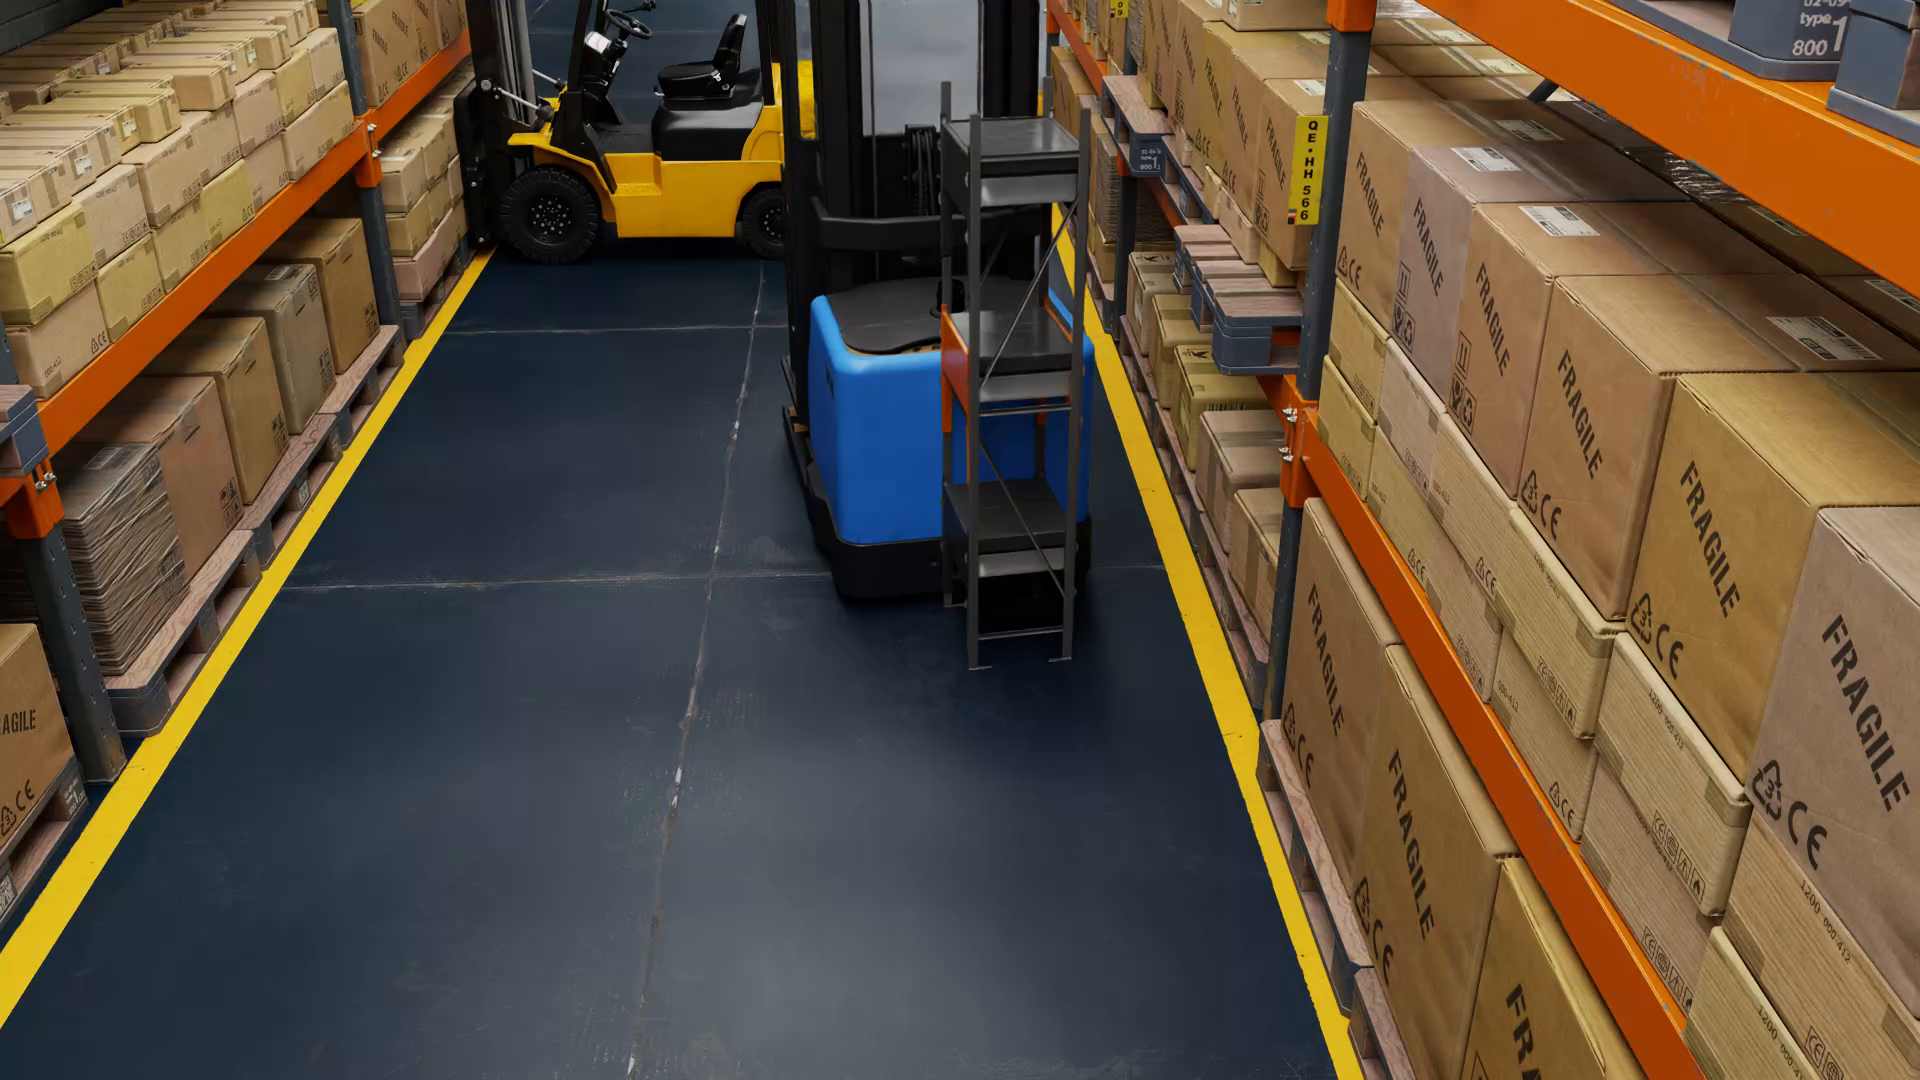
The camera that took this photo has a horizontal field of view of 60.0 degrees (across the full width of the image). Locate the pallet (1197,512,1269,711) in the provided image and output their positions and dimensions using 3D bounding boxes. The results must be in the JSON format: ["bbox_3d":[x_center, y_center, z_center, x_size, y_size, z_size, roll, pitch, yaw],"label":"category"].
[{"bbox_3d":[1.538,0.240,6.561,1.003,0.211,1.213,-1,28,-3],"label":"pallet"}]

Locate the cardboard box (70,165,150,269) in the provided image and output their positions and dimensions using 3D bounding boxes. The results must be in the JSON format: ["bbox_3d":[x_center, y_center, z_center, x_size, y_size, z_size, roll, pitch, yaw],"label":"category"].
[{"bbox_3d":[-3.183,-1.111,5.758,0.500,0.250,0.500,-1,28,-1],"label":"cardboard box"}]

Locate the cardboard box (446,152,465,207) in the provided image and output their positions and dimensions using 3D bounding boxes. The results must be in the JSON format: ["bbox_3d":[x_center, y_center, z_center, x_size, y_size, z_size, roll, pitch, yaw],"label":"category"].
[{"bbox_3d":[-3.348,-2.246,10.291,0.500,0.250,0.500,-2,28,-3],"label":"cardboard box"}]

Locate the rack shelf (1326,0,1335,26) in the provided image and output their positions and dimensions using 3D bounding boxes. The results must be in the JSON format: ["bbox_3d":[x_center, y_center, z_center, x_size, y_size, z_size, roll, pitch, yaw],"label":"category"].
[{"bbox_3d":[1.473,-2.570,6.468,1.077,0.370,4.000,-1,28,-3],"label":"rack shelf"}]

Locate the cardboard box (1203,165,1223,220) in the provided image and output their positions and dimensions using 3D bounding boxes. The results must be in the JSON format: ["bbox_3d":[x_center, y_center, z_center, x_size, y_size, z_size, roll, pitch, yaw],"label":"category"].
[{"bbox_3d":[1.148,-1.336,6.386,0.380,0.149,0.250,-1,28,-2],"label":"cardboard box"}]

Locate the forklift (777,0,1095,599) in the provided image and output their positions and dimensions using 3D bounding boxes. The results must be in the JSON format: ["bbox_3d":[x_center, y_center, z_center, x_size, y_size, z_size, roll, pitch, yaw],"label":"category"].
[{"bbox_3d":[-0.260,-1.727,7.391,1.130,2.935,3.031,-5,28,-10],"label":"forklift"}]

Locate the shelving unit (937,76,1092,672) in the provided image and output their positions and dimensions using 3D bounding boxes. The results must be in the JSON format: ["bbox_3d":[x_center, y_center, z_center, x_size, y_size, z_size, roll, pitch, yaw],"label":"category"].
[{"bbox_3d":[0.180,-0.562,6.058,0.431,2.100,0.503,-5,28,-10],"label":"shelving unit"}]

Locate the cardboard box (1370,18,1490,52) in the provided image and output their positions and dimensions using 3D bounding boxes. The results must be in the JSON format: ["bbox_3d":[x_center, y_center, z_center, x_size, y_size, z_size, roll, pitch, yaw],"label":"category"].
[{"bbox_3d":[1.717,-1.697,6.376,0.500,0.500,0.500,-1,28,-2],"label":"cardboard box"}]

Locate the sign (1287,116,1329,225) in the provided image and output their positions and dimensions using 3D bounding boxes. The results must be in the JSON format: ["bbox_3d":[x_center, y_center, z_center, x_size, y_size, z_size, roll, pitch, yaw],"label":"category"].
[{"bbox_3d":[1.036,-1.096,4.942,0.100,0.325,0.005,-1,28,-3],"label":"sign"}]

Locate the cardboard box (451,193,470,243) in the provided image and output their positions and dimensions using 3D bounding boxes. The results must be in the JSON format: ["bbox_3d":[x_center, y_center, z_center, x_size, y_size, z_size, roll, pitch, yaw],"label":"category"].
[{"bbox_3d":[-3.367,-2.031,10.419,0.500,0.250,0.500,-1,28,-2],"label":"cardboard box"}]

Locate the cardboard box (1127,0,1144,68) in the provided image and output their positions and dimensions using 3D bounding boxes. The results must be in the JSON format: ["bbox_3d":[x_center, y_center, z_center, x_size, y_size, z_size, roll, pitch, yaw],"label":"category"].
[{"bbox_3d":[1.107,-2.622,8.149,0.500,0.500,0.500,-1,28,-1],"label":"cardboard box"}]

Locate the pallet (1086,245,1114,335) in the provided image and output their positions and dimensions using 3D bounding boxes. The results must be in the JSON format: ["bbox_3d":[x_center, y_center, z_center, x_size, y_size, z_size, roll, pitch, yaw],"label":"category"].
[{"bbox_3d":[1.298,-1.556,10.004,1.003,0.211,1.213,-1,28,-3],"label":"pallet"}]

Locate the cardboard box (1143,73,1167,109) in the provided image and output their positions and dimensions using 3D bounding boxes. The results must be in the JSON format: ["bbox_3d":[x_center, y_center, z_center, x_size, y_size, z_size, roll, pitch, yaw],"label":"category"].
[{"bbox_3d":[1.086,-2.179,8.002,0.380,0.149,0.250,-1,28,-2],"label":"cardboard box"}]

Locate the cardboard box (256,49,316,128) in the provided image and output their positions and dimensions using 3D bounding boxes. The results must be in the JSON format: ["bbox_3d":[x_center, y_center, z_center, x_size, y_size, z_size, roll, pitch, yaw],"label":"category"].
[{"bbox_3d":[-3.273,-2.058,7.574,0.500,0.250,0.500,-2,28,-4],"label":"cardboard box"}]

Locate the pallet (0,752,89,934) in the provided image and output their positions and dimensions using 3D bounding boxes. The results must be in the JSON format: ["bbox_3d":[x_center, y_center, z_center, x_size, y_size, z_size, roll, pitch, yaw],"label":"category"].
[{"bbox_3d":[-3.378,1.068,4.974,1.003,0.211,1.213,-1,28,-3],"label":"pallet"}]

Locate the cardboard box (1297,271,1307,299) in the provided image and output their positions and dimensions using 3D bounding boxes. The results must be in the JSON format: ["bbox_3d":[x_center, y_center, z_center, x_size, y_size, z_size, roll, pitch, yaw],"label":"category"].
[{"bbox_3d":[1.326,-0.856,5.465,0.380,0.149,0.250,0,28,-1],"label":"cardboard box"}]

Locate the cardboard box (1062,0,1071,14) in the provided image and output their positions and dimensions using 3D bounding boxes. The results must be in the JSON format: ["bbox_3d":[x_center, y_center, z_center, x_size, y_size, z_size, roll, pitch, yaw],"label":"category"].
[{"bbox_3d":[0.899,-3.698,11.368,0.380,0.149,0.250,-1,28,-2],"label":"cardboard box"}]

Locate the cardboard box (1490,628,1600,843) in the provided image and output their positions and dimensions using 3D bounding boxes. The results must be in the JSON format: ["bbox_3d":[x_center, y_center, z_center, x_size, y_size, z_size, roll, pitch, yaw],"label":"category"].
[{"bbox_3d":[1.447,0.370,3.459,0.500,0.250,0.500,-1,28,-3],"label":"cardboard box"}]

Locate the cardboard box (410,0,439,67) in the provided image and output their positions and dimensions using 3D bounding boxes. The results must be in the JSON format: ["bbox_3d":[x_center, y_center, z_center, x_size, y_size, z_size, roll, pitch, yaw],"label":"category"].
[{"bbox_3d":[-3.422,-3.091,9.824,0.500,0.500,0.500,-2,28,-3],"label":"cardboard box"}]

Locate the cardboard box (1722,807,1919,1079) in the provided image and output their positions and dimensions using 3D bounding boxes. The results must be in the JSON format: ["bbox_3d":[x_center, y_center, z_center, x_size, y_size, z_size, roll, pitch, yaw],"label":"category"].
[{"bbox_3d":[1.487,0.628,2.423,0.500,0.250,0.500,-1,28,-1],"label":"cardboard box"}]

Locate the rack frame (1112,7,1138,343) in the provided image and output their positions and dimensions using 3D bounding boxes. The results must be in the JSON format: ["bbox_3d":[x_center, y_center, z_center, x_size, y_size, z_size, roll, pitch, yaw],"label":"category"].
[{"bbox_3d":[1.369,-2.483,8.766,1.000,3.000,0.127,-1,28,-3],"label":"rack frame"}]

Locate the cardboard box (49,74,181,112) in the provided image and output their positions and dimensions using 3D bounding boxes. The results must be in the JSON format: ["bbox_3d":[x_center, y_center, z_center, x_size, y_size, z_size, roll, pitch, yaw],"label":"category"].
[{"bbox_3d":[-3.290,-1.714,6.482,0.380,0.149,0.250,-1,28,-3],"label":"cardboard box"}]

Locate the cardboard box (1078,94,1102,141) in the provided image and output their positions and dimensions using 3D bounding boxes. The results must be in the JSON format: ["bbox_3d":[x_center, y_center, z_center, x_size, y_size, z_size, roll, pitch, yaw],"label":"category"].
[{"bbox_3d":[1.014,-2.519,10.545,0.500,0.500,0.500,0,28,0],"label":"cardboard box"}]

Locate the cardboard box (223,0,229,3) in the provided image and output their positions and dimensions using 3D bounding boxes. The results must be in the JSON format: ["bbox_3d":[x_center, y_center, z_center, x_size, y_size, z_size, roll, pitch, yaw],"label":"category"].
[{"bbox_3d":[-3.861,-2.835,8.633,0.380,0.149,0.250,-2,28,-3],"label":"cardboard box"}]

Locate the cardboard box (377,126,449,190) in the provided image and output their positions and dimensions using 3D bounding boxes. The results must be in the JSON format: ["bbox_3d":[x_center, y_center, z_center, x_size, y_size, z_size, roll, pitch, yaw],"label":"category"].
[{"bbox_3d":[-3.316,-2.239,9.737,0.500,0.250,0.500,-1,28,-3],"label":"cardboard box"}]

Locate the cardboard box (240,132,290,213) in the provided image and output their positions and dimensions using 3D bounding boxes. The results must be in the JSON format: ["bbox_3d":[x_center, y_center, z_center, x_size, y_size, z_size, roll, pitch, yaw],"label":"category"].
[{"bbox_3d":[-3.273,-1.606,7.248,0.500,0.250,0.500,-1,28,-2],"label":"cardboard box"}]

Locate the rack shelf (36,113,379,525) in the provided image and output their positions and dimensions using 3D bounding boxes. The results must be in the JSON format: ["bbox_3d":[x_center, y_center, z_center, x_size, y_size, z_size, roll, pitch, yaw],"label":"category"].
[{"bbox_3d":[-3.483,-1.118,6.929,1.077,0.370,4.000,-1,28,-3],"label":"rack shelf"}]

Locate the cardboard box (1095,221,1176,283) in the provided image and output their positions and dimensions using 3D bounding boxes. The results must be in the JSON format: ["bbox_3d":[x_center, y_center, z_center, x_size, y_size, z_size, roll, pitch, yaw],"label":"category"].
[{"bbox_3d":[1.070,-1.716,9.816,0.500,0.250,0.500,0,28,0],"label":"cardboard box"}]

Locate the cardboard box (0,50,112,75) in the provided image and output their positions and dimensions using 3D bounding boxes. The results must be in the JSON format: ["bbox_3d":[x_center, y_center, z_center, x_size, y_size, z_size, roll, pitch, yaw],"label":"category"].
[{"bbox_3d":[-3.770,-1.935,6.908,0.380,0.149,0.250,-2,28,-3],"label":"cardboard box"}]

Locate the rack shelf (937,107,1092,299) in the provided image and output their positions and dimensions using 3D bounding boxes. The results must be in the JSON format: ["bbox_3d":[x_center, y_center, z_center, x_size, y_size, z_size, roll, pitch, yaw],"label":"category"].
[{"bbox_3d":[0.180,-1.171,5.740,0.431,0.518,0.480,-5,28,-10],"label":"rack shelf"}]

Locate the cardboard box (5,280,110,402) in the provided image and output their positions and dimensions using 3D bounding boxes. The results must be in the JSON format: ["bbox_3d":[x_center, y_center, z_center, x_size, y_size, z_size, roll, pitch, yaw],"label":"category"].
[{"bbox_3d":[-3.158,-0.658,5.430,0.500,0.250,0.500,-1,28,-2],"label":"cardboard box"}]

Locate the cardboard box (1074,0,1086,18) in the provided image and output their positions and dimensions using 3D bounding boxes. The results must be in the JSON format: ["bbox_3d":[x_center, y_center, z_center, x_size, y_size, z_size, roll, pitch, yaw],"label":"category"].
[{"bbox_3d":[1.000,-3.572,10.425,0.500,0.500,0.500,-2,28,-4],"label":"cardboard box"}]

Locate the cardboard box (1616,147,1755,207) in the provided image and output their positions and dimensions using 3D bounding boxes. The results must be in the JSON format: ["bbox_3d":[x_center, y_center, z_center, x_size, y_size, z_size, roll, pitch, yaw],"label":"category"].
[{"bbox_3d":[1.901,-0.654,4.071,0.500,0.500,0.500,-1,28,-2],"label":"cardboard box"}]

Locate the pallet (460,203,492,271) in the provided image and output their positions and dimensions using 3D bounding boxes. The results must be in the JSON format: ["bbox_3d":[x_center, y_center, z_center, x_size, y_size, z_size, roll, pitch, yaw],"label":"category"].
[{"bbox_3d":[-3.654,-2.058,10.967,1.003,0.211,1.213,-1,28,-3],"label":"pallet"}]

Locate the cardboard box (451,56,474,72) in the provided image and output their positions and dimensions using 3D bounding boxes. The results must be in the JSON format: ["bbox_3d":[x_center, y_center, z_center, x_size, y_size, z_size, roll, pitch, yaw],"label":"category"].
[{"bbox_3d":[-3.429,-3.178,11.537,0.500,0.250,0.500,-1,28,-2],"label":"cardboard box"}]

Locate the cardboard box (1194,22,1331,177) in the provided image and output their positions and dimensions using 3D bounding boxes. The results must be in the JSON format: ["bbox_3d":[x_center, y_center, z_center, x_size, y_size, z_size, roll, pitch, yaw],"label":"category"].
[{"bbox_3d":[1.211,-1.673,6.329,0.500,0.500,0.500,-3,28,-6],"label":"cardboard box"}]

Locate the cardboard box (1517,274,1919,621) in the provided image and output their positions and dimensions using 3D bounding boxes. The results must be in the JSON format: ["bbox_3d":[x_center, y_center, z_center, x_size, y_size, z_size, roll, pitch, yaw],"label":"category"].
[{"bbox_3d":[1.429,-0.188,3.178,0.500,0.500,0.500,-1,28,-2],"label":"cardboard box"}]

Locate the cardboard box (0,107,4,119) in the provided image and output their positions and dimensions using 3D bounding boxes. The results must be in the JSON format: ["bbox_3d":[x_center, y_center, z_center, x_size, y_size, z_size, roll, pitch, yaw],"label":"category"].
[{"bbox_3d":[-3.694,-1.465,6.005,0.380,0.149,0.250,-2,28,-3],"label":"cardboard box"}]

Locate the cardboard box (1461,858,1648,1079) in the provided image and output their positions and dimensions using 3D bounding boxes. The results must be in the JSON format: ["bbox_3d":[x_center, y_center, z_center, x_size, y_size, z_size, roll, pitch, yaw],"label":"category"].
[{"bbox_3d":[1.619,1.266,3.422,0.875,0.875,0.875,-1,28,-1],"label":"cardboard box"}]

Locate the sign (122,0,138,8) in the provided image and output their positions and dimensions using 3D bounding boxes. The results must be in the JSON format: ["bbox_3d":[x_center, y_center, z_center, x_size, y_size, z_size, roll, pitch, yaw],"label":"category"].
[{"bbox_3d":[-4.142,-2.766,8.288,0.100,0.325,0.005,-1,28,-3],"label":"sign"}]

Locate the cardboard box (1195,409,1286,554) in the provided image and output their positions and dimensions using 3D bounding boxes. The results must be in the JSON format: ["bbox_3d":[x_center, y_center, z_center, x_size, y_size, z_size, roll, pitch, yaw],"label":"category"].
[{"bbox_3d":[1.512,-0.258,6.889,0.950,0.372,0.625,-2,28,-4],"label":"cardboard box"}]

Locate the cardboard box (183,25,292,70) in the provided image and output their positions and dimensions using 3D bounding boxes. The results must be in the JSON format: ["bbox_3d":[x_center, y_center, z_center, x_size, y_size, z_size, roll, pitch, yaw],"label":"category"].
[{"bbox_3d":[-3.210,-2.189,7.394,0.380,0.149,0.250,-2,28,-4],"label":"cardboard box"}]

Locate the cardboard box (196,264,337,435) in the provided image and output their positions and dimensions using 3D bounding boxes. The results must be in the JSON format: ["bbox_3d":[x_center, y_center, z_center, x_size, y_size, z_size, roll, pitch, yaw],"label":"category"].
[{"bbox_3d":[-3.517,-0.895,7.836,0.875,0.625,0.625,-2,28,-3],"label":"cardboard box"}]

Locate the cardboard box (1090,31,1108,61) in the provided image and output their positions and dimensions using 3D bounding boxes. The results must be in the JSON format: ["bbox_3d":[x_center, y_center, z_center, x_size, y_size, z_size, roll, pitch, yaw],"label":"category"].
[{"bbox_3d":[0.991,-2.981,9.994,0.380,0.149,0.250,-2,28,-3],"label":"cardboard box"}]

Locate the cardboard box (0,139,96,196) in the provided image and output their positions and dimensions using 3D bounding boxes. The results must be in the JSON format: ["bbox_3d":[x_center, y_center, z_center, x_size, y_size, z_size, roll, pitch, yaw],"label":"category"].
[{"bbox_3d":[-3.156,-1.241,5.577,0.380,0.149,0.250,-1,28,-1],"label":"cardboard box"}]

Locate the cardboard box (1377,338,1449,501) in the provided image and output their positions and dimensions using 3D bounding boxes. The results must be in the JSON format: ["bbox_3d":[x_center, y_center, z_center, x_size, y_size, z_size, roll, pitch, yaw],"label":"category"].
[{"bbox_3d":[1.383,-0.312,4.226,0.500,0.250,0.500,-1,28,-1],"label":"cardboard box"}]

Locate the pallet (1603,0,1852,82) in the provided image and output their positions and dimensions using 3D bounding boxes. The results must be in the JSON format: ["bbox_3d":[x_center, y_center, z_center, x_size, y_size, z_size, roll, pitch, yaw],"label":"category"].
[{"bbox_3d":[1.726,-1.069,3.017,1.003,0.211,1.213,0,28,0],"label":"pallet"}]

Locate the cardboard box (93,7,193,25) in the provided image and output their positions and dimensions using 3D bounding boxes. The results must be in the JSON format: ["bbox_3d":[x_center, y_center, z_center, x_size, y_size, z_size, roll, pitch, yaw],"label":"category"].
[{"bbox_3d":[-3.822,-2.400,7.799,0.380,0.149,0.250,-2,28,-4],"label":"cardboard box"}]
